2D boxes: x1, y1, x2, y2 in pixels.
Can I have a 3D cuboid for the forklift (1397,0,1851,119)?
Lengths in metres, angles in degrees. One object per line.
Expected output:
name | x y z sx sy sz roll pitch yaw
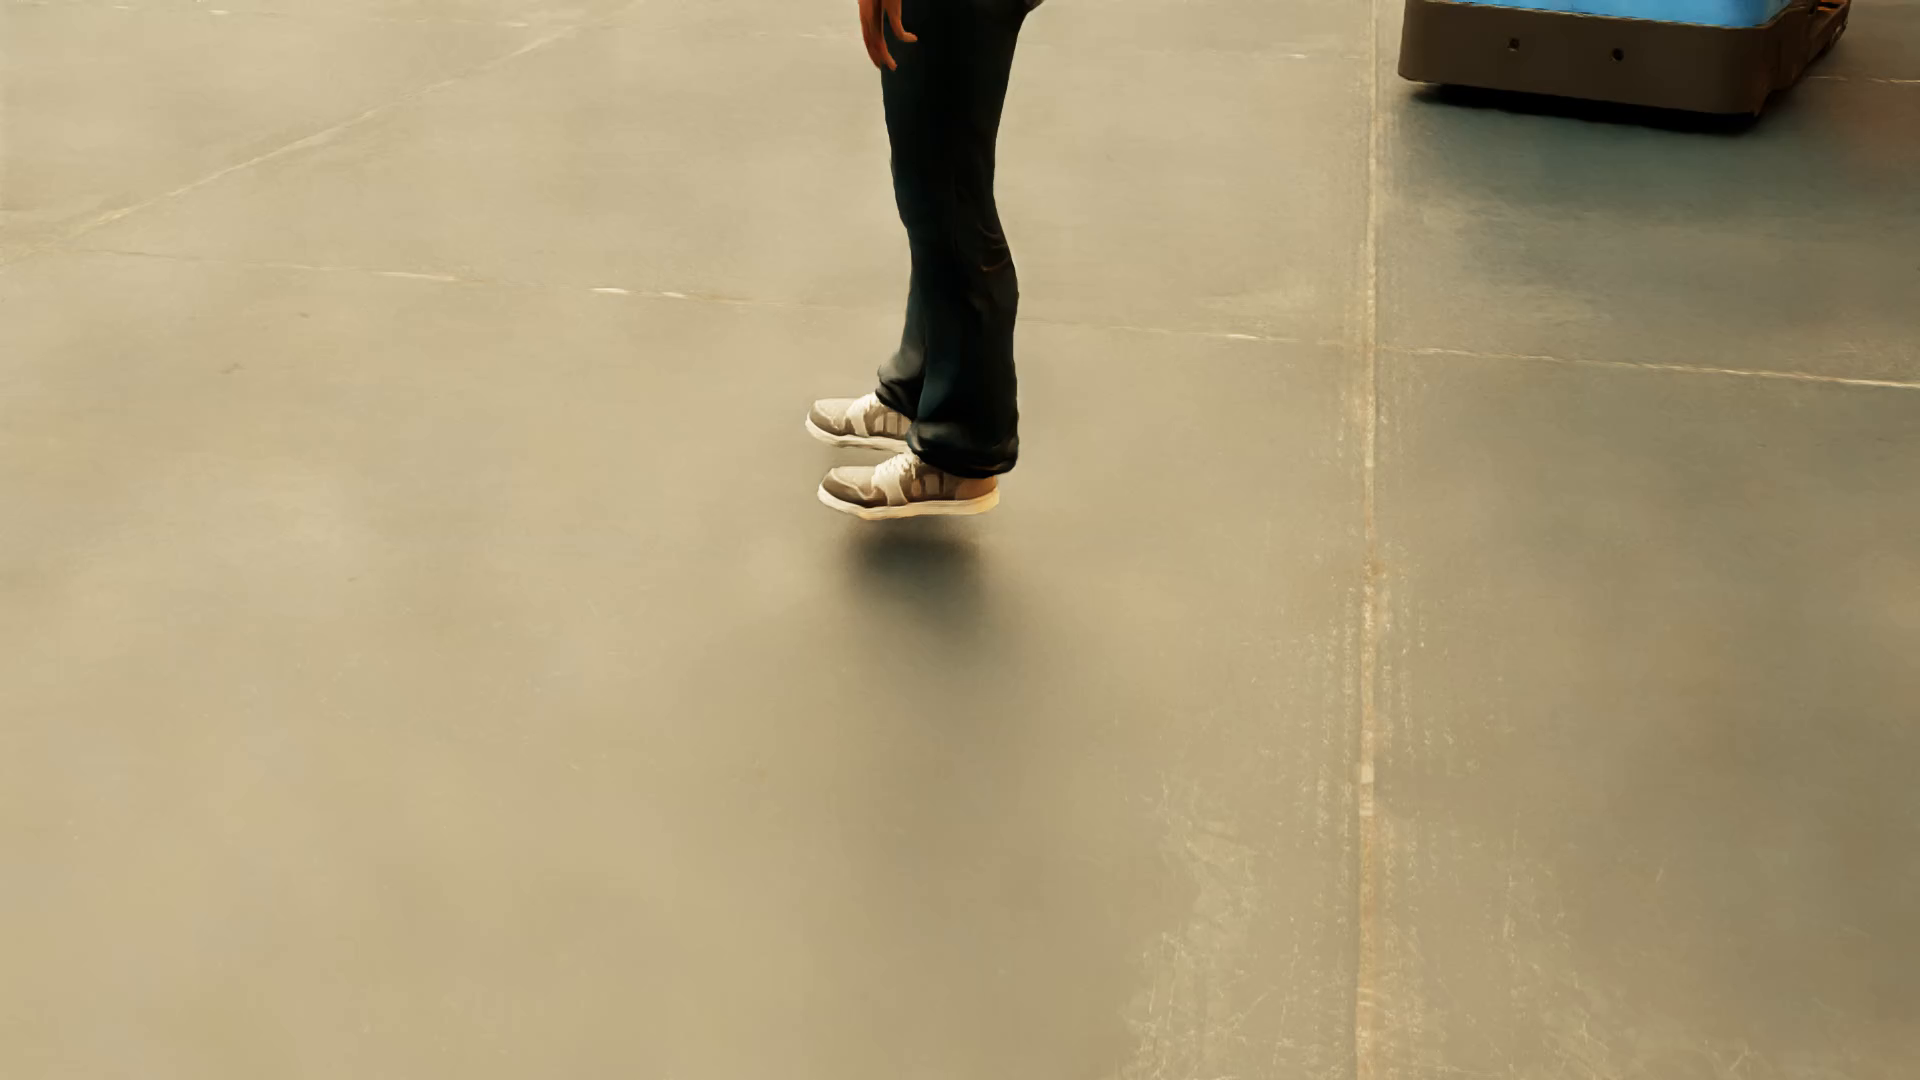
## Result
forklift | 2.600 -3.146 5.482 1.130 2.935 3.031 16 31 29

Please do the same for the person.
person | -0.068 -0.768 2.145 0.476 1.596 0.520 6 27 11
